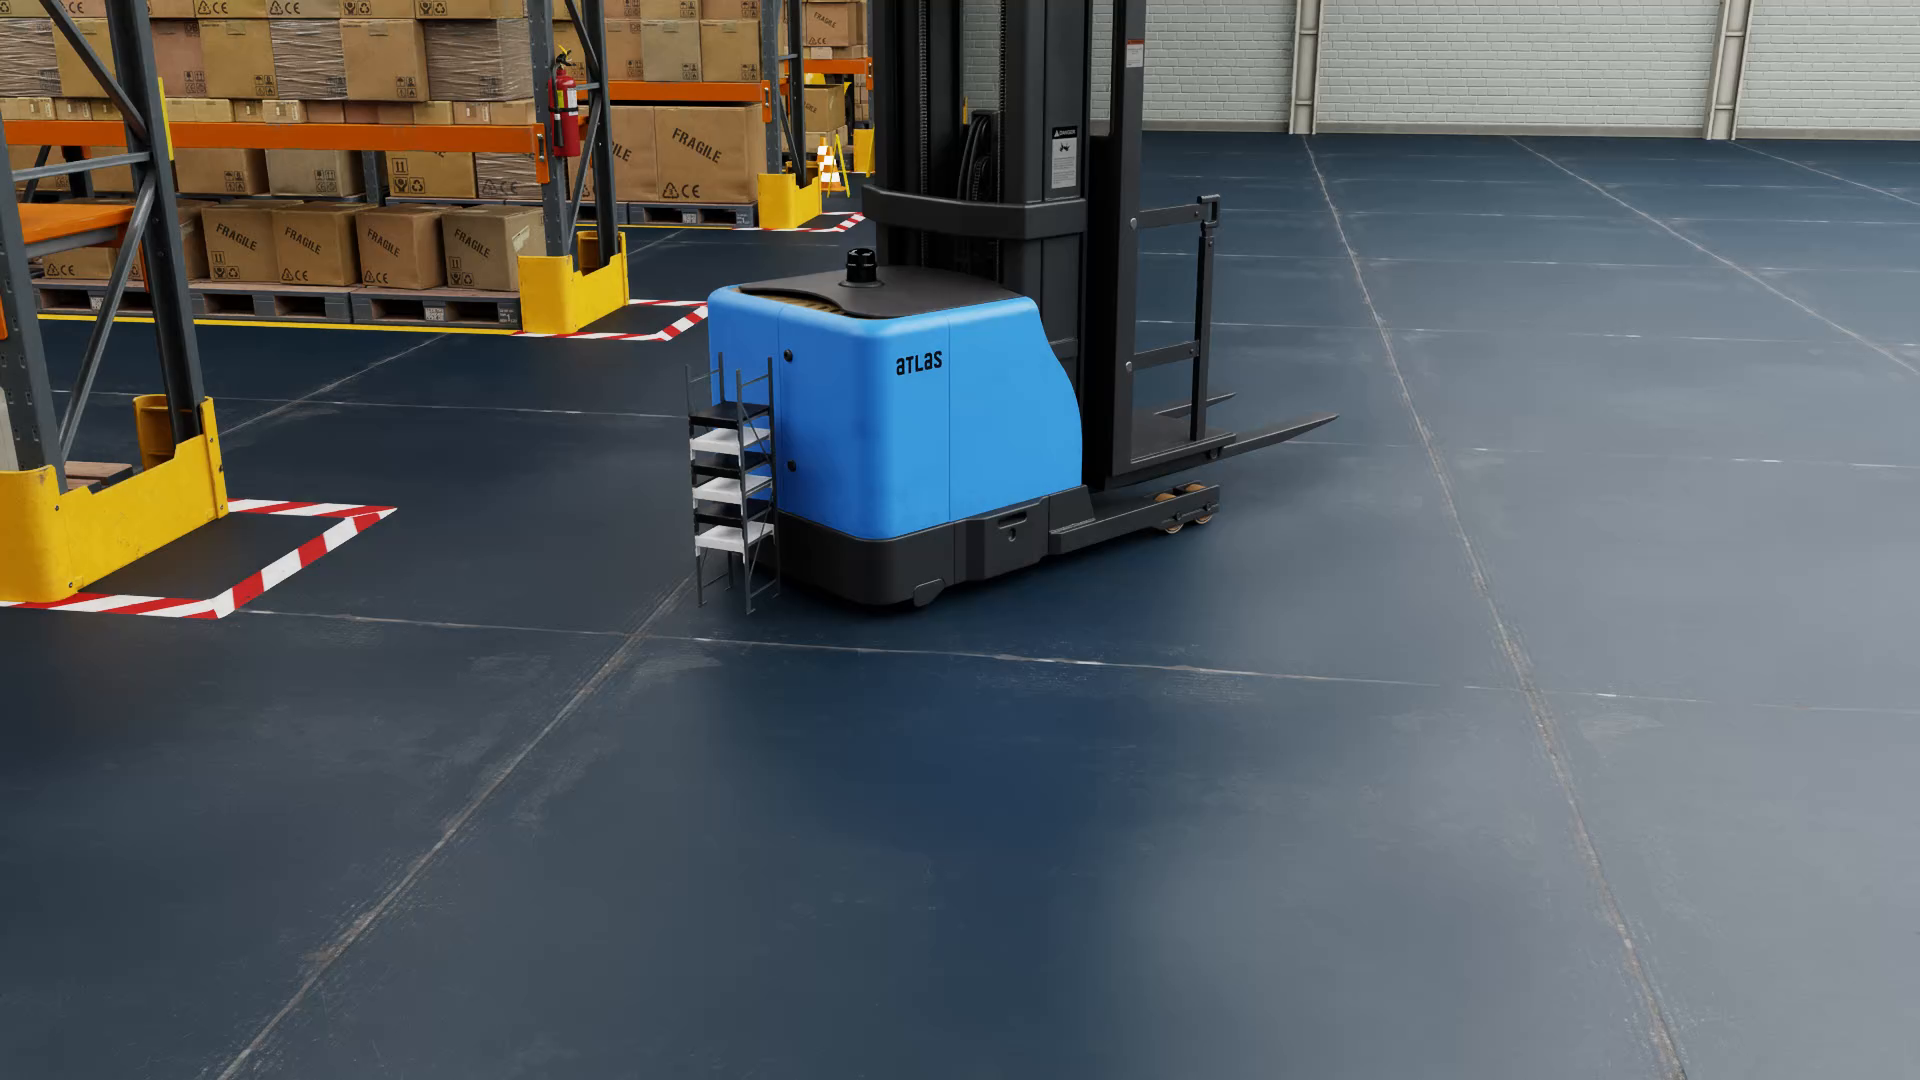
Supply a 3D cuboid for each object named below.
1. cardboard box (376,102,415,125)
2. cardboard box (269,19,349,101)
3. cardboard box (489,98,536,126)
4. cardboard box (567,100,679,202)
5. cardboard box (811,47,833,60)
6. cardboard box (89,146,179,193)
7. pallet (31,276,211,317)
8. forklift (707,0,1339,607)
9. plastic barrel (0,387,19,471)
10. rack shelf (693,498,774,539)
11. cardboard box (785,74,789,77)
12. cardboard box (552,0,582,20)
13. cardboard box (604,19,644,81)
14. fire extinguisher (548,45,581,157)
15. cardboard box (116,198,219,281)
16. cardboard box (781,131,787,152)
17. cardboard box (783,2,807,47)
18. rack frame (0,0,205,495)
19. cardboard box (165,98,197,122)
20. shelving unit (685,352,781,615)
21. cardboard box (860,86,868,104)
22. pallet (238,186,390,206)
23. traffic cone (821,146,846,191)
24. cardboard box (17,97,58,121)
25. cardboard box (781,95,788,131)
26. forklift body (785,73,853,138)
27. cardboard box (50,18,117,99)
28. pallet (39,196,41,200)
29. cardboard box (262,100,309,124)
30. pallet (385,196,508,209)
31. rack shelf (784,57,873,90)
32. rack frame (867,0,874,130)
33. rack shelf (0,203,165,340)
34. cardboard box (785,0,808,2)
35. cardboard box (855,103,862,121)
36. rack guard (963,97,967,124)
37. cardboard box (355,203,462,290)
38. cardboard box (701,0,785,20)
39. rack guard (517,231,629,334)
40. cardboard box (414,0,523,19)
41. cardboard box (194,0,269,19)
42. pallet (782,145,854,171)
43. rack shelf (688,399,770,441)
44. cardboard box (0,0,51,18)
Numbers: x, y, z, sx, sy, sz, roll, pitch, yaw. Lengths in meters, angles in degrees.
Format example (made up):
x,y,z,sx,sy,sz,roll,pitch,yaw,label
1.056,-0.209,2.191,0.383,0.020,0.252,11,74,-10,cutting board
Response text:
x,y,z,sx,sy,sz,roll,pitch,yaw,label
-3.590,-2.798,10.835,0.250,0.149,0.380,3,19,9,cardboard box
-4.068,-3.192,10.990,0.500,0.500,0.875,3,19,9,cardboard box
-2.844,-2.772,10.756,0.250,0.149,0.380,3,19,9,cardboard box
-3.192,-3.739,15.936,0.875,0.875,0.875,3,19,8,cardboard box
-1.629,-5.857,19.975,0.250,0.149,0.380,3,19,8,cardboard box
-8.091,-3.923,16.684,0.750,0.750,1.050,3,19,9,cardboard box
-5.810,-1.797,11.842,1.213,0.211,1.003,3,19,9,pallet
0.458,-1.524,6.738,3.031,2.935,1.130,-16,24,-40,forklift
-3.977,-0.418,6.584,0.421,0.512,0.421,0,18,0,plastic barrel
-0.813,-0.087,6.034,0.200,0.077,0.258,8,20,22,rack shelf
-2.163,-5.560,20.161,0.250,0.149,0.380,3,19,10,cardboard box
-3.636,-5.159,15.558,0.500,0.550,0.875,3,19,9,cardboard box
-3.096,-4.654,15.749,0.550,0.550,0.875,3,19,9,cardboard box
-2.490,-2.754,10.430,0.183,0.674,0.296,3,19,9,fire extinguisher
-5.524,-2.097,11.621,0.500,0.500,0.500,9,21,26,cardboard box
-2.309,-4.926,20.470,0.500,0.250,0.500,3,19,9,cardboard box
-2.031,-6.202,19.985,0.500,0.500,0.500,3,19,9,cardboard box
-3.315,-1.389,6.229,0.127,3.000,1.000,3,19,9,rack frame
-5.076,-2.863,11.029,0.250,0.149,0.380,3,19,9,cardboard box
-0.813,-0.204,5.995,0.210,0.900,0.258,8,20,22,shelving unit
-1.198,-6.689,24.950,0.500,0.250,0.500,3,19,8,cardboard box
-6.366,-3.384,16.585,1.213,0.211,1.003,3,19,9,pallet
-1.427,-4.095,18.314,0.334,0.463,0.336,3,19,9,traffic cone
-6.070,-2.902,11.144,0.250,0.149,0.380,3,19,9,cardboard box
-2.306,-5.281,20.347,0.500,0.500,0.500,4,19,11,cardboard box
-2.336,-6.723,23.505,1.214,2.155,2.313,3,19,9,forklift body
-5.556,-3.253,11.171,0.500,0.500,0.875,3,19,9,cardboard box
-10.313,-3.610,17.260,1.213,0.211,1.003,3,19,9,pallet
-4.341,-2.814,10.883,0.250,0.149,0.380,3,19,9,cardboard box
-4.854,-3.306,16.351,1.213,0.211,1.003,3,19,9,pallet
-2.932,-5.805,20.560,4.000,0.370,1.077,3,19,9,rack shelf
-0.958,-6.046,20.145,0.127,3.000,1.000,3,19,9,rack frame
-5.290,-1.149,6.644,4.000,0.370,1.077,3,19,9,rack shelf
-1.995,-6.694,19.879,0.500,0.500,0.700,3,19,9,cardboard box
-1.670,-6.477,25.105,0.500,0.250,0.500,3,19,9,cardboard box
-0.150,-6.415,25.186,0.348,0.500,1.175,3,19,9,rack guard
-3.739,-2.011,11.364,0.500,0.500,0.500,8,20,23,cardboard box
-2.003,-5.104,15.392,0.550,0.550,0.875,3,19,9,cardboard box
-2.605,-1.760,11.274,0.348,0.500,1.175,3,19,9,rack guard
-3.112,-3.554,10.496,0.500,0.500,0.500,3,19,9,cardboard box
-4.592,-3.631,10.726,0.500,0.500,0.500,3,19,9,cardboard box
-1.829,-4.779,20.754,1.213,0.211,1.003,3,19,9,pallet
-0.813,-0.429,5.920,0.200,0.077,0.258,8,20,22,rack shelf
-6.075,-3.703,10.940,0.500,0.500,0.500,3,19,9,cardboard box
